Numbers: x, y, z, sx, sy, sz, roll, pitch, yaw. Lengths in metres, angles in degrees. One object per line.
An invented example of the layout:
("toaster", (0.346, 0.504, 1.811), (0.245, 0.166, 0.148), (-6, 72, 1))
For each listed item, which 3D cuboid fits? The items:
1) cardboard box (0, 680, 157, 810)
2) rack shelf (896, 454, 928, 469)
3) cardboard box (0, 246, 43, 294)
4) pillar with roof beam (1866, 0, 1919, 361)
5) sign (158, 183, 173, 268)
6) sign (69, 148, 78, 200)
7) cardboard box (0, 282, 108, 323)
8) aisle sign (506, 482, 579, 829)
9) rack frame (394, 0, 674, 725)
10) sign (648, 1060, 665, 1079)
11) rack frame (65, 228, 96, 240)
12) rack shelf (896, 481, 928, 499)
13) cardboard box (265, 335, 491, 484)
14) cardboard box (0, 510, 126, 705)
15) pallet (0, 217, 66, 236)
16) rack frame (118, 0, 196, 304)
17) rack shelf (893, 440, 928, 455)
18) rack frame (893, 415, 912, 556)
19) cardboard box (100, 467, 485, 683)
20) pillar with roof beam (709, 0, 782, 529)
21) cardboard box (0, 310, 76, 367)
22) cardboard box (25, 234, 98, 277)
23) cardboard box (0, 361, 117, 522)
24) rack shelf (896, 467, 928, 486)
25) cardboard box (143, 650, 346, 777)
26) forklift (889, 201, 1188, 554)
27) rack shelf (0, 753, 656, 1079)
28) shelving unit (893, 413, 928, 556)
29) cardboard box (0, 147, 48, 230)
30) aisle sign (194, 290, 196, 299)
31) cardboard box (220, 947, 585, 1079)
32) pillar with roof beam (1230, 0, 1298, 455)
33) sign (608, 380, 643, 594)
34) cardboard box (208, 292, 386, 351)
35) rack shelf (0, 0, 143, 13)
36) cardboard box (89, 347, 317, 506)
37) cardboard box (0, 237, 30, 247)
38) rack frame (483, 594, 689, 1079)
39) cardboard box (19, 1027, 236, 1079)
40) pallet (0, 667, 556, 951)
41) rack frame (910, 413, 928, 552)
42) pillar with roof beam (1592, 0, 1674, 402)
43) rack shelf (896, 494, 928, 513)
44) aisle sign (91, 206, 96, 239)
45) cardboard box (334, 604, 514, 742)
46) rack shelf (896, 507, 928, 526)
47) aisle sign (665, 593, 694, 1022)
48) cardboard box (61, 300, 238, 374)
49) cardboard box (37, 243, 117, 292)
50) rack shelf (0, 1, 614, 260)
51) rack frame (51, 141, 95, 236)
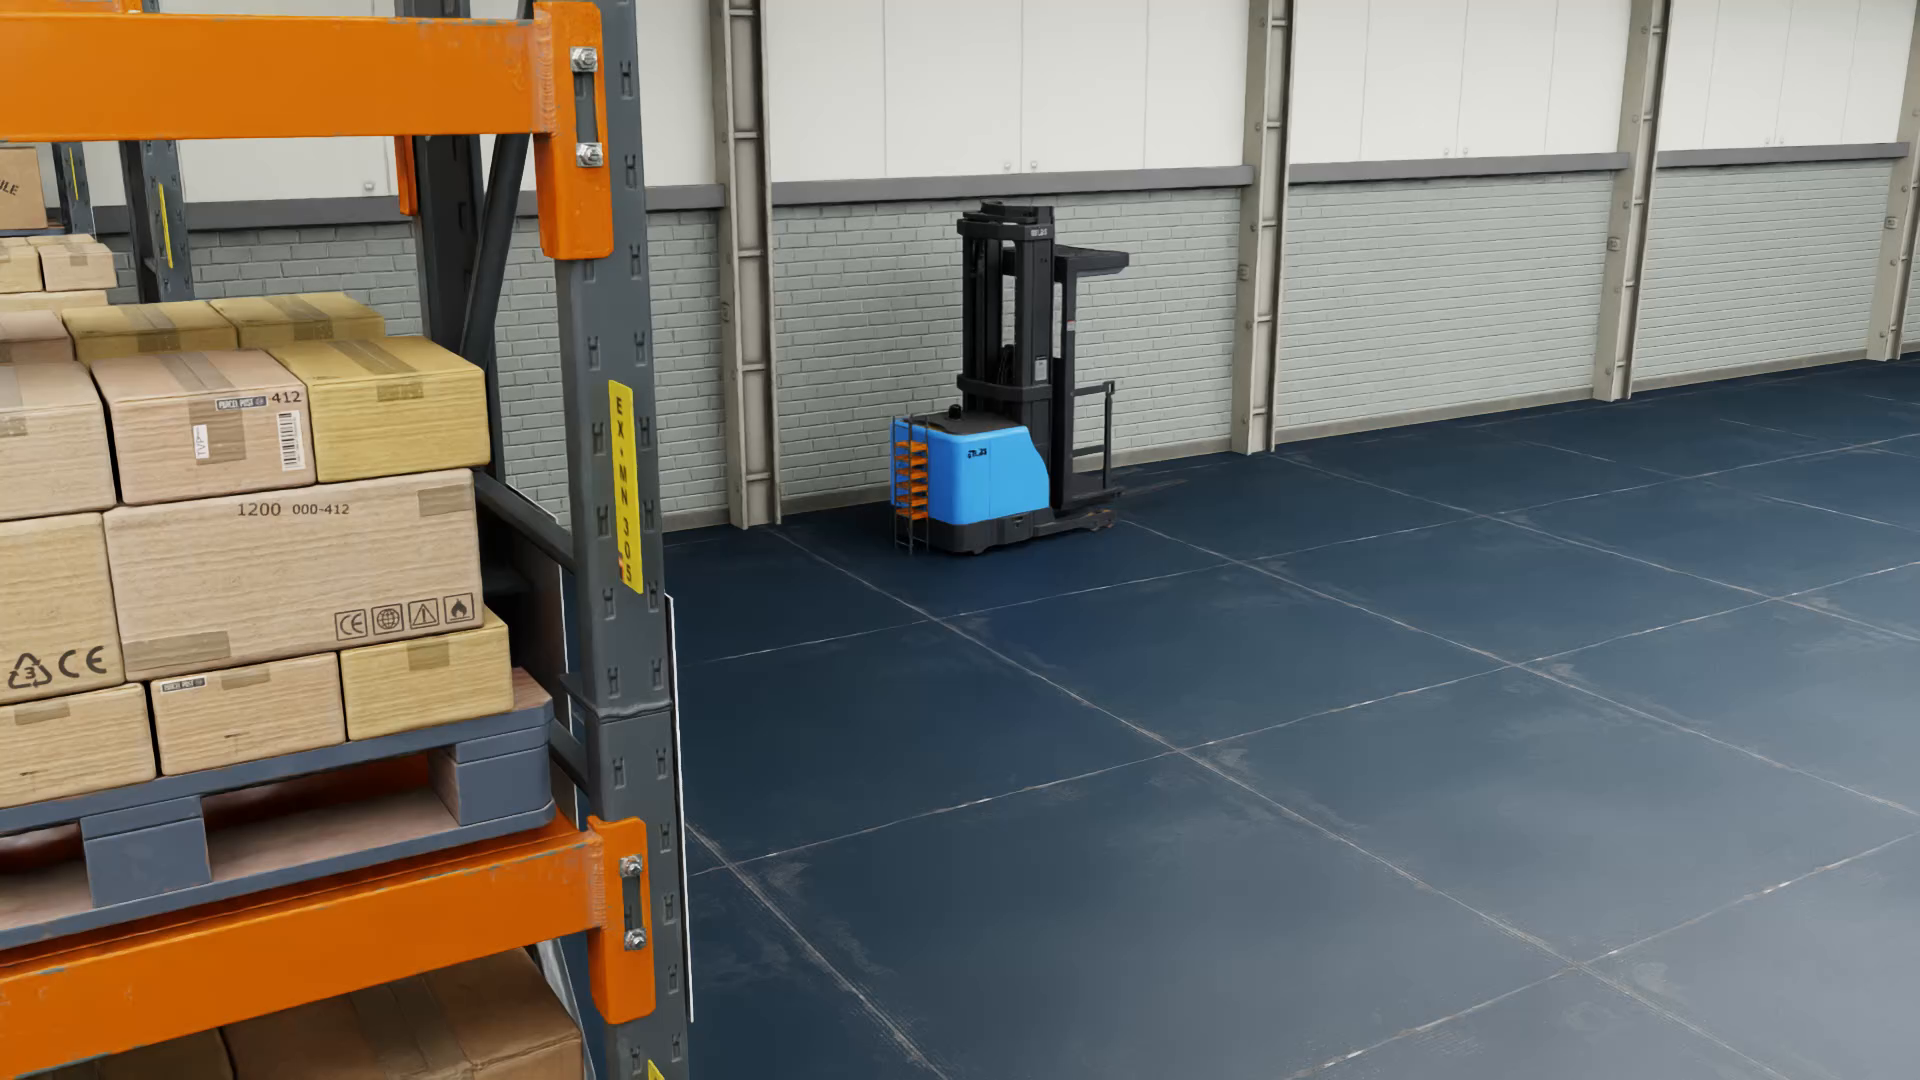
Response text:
("cardboard box", (-1.337, 0.244, 2.428), (0.250, 0.149, 0.380), (-9, 18, -29))
("rack shelf", (-0.425, -0.672, 14.359), (0.180, 0.103, 0.258), (-12, 20, -37))
("cardboard box", (-3.805, -1.074, 6.616), (0.250, 0.149, 0.380), (-9, 18, -29))
("pillar with roof beam", (15.742, -5.998, 19.634), (0.400, 9.000, 9.100), (-9, 18, -30))
("sign", (-3.158, -1.249, 6.609), (0.005, 0.325, 0.100), (-9, 18, -30))
("sign", (-5.719, -2.362, 10.728), (0.005, 0.325, 0.100), (-9, 18, -30))
("cardboard box", (-3.726, -0.891, 6.701), (0.500, 0.250, 0.500), (-9, 18, -30))
("aisle sign", (-0.884, 0.291, 3.498), (0.004, 0.787, 0.394), (-9, 18, -30))
("rack frame", (-0.791, -1.267, 2.756), (0.127, 3.000, 1.000), (-9, 18, -30))
("sign", (-0.523, 1.078, 2.923), (0.005, 0.325, 0.100), (-9, 18, -30))
("rack frame", (-5.986, -0.657, 11.697), (0.127, 3.000, 1.000), (-9, 18, -30))
("rack shelf", (-0.425, -0.441, 14.424), (0.180, 0.103, 0.258), (-12, 20, -37))
("cardboard box", (-0.905, -0.210, 2.570), (0.250, 0.149, 0.380), (-9, 18, -29))
("cardboard box", (-1.496, 0.058, 2.350), (0.500, 0.250, 0.500), (-9, 18, -30))
("pallet", (-6.606, -1.967, 10.975), (1.213, 0.211, 1.003), (-9, 18, -30))
("rack frame", (-3.427, -2.398, 6.792), (0.127, 3.000, 1.000), (-9, 18, -30))
("rack shelf", (-0.425, -0.787, 14.327), (0.180, 0.103, 0.258), (-12, 20, -37))
("rack frame", (-0.497, -0.468, 14.357), (0.006, 1.200, 0.240), (-12, 20, -37))
("cardboard box", (-1.066, -0.011, 2.598), (0.500, 0.250, 0.500), (-9, 18, -29))
("pillar with roof beam", (0.313, -3.496, 10.708), (0.400, 9.000, 9.100), (-9, 18, -30))
("cardboard box", (-1.675, -0.293, 2.864), (0.250, 0.149, 0.380), (-9, 18, -30))
("cardboard box", (-3.836, -1.214, 7.115), (0.250, 0.149, 0.380), (-9, 18, -30))
("cardboard box", (-1.339, -0.140, 2.321), (0.250, 0.149, 0.380), (-9, 18, -29))
("rack shelf", (-0.425, -0.556, 14.392), (0.180, 0.103, 0.258), (-12, 20, -37))
("cardboard box", (-1.118, 0.208, 2.556), (0.250, 0.149, 0.380), (-9, 18, -29))
("forklift", (0.827, -1.591, 15.156), (3.031, 2.935, 1.130), (-12, 20, -37))
("rack shelf", (-2.505, 0.802, 2.267), (4.000, 0.370, 1.077), (-9, 18, -30))
("shelving unit", (-0.425, -0.484, 14.412), (0.189, 1.200, 0.258), (-12, 20, -37))
("cardboard box", (-6.240, -2.282, 10.788), (0.500, 0.500, 0.500), (-9, 18, -28))
("aisle sign", (-3.224, -0.702, 7.042), (0.004, 0.787, 0.394), (-9, 18, -30))
("cardboard box", (-1.129, 1.072, 3.248), (0.550, 0.550, 0.875), (-9, 18, -30))
("pillar with roof beam", (5.456, -4.330, 13.683), (0.400, 9.000, 9.100), (-9, 18, -30))
("sign", (-0.523, -0.083, 2.598), (0.005, 0.325, 0.100), (-9, 18, -30))
("cardboard box", (-1.241, -0.363, 3.115), (0.250, 0.149, 0.380), (-9, 18, -29))
("rack shelf", (-5.141, -1.772, 5.898), (4.000, 0.370, 1.077), (-9, 18, -30))
("cardboard box", (-1.119, -0.176, 2.448), (0.250, 0.149, 0.380), (-9, 18, -29))
("cardboard box", (-4.044, -1.176, 6.977), (0.250, 0.149, 0.380), (-9, 18, -30))
("rack frame", (-0.791, 1.622, 3.566), (0.127, 3.000, 1.000), (-9, 18, -30))
("cardboard box", (-1.553, 1.170, 2.899), (0.550, 0.550, 0.875), (-9, 18, -30))
("pallet", (-1.421, 0.326, 2.797), (1.213, 0.211, 1.003), (-9, 18, -30))
("rack frame", (-0.354, -0.499, 14.467), (0.006, 1.200, 0.240), (-12, 20, -37))
("pillar with roof beam", (10.599, -5.164, 16.658), (0.400, 9.000, 9.100), (-9, 18, -30))
("rack shelf", (-0.425, -0.325, 14.456), (0.180, 0.103, 0.258), (-12, 20, -37))
("aisle sign", (-5.779, -1.850, 11.136), (0.004, 0.787, 0.394), (-9, 18, -30))
("cardboard box", (-0.901, 0.173, 2.680), (0.250, 0.149, 0.380), (-9, 18, -30))
("rack shelf", (-0.425, -0.210, 14.489), (0.180, 0.103, 0.258), (-12, 20, -37))
("aisle sign", (-0.575, 0.430, 3.003), (0.004, 0.787, 0.394), (-9, 18, -30))
("cardboard box", (-1.456, -0.328, 2.991), (0.250, 0.149, 0.380), (-9, 18, -29))
("cardboard box", (-3.564, -1.101, 6.712), (0.250, 0.149, 0.380), (-9, 18, -29))
("rack shelf", (-2.505, -0.450, 1.916), (4.000, 0.370, 1.077), (-9, 18, -30))
("rack frame", (-5.986, -3.546, 10.887), (0.127, 3.000, 1.000), (-9, 18, -30))
